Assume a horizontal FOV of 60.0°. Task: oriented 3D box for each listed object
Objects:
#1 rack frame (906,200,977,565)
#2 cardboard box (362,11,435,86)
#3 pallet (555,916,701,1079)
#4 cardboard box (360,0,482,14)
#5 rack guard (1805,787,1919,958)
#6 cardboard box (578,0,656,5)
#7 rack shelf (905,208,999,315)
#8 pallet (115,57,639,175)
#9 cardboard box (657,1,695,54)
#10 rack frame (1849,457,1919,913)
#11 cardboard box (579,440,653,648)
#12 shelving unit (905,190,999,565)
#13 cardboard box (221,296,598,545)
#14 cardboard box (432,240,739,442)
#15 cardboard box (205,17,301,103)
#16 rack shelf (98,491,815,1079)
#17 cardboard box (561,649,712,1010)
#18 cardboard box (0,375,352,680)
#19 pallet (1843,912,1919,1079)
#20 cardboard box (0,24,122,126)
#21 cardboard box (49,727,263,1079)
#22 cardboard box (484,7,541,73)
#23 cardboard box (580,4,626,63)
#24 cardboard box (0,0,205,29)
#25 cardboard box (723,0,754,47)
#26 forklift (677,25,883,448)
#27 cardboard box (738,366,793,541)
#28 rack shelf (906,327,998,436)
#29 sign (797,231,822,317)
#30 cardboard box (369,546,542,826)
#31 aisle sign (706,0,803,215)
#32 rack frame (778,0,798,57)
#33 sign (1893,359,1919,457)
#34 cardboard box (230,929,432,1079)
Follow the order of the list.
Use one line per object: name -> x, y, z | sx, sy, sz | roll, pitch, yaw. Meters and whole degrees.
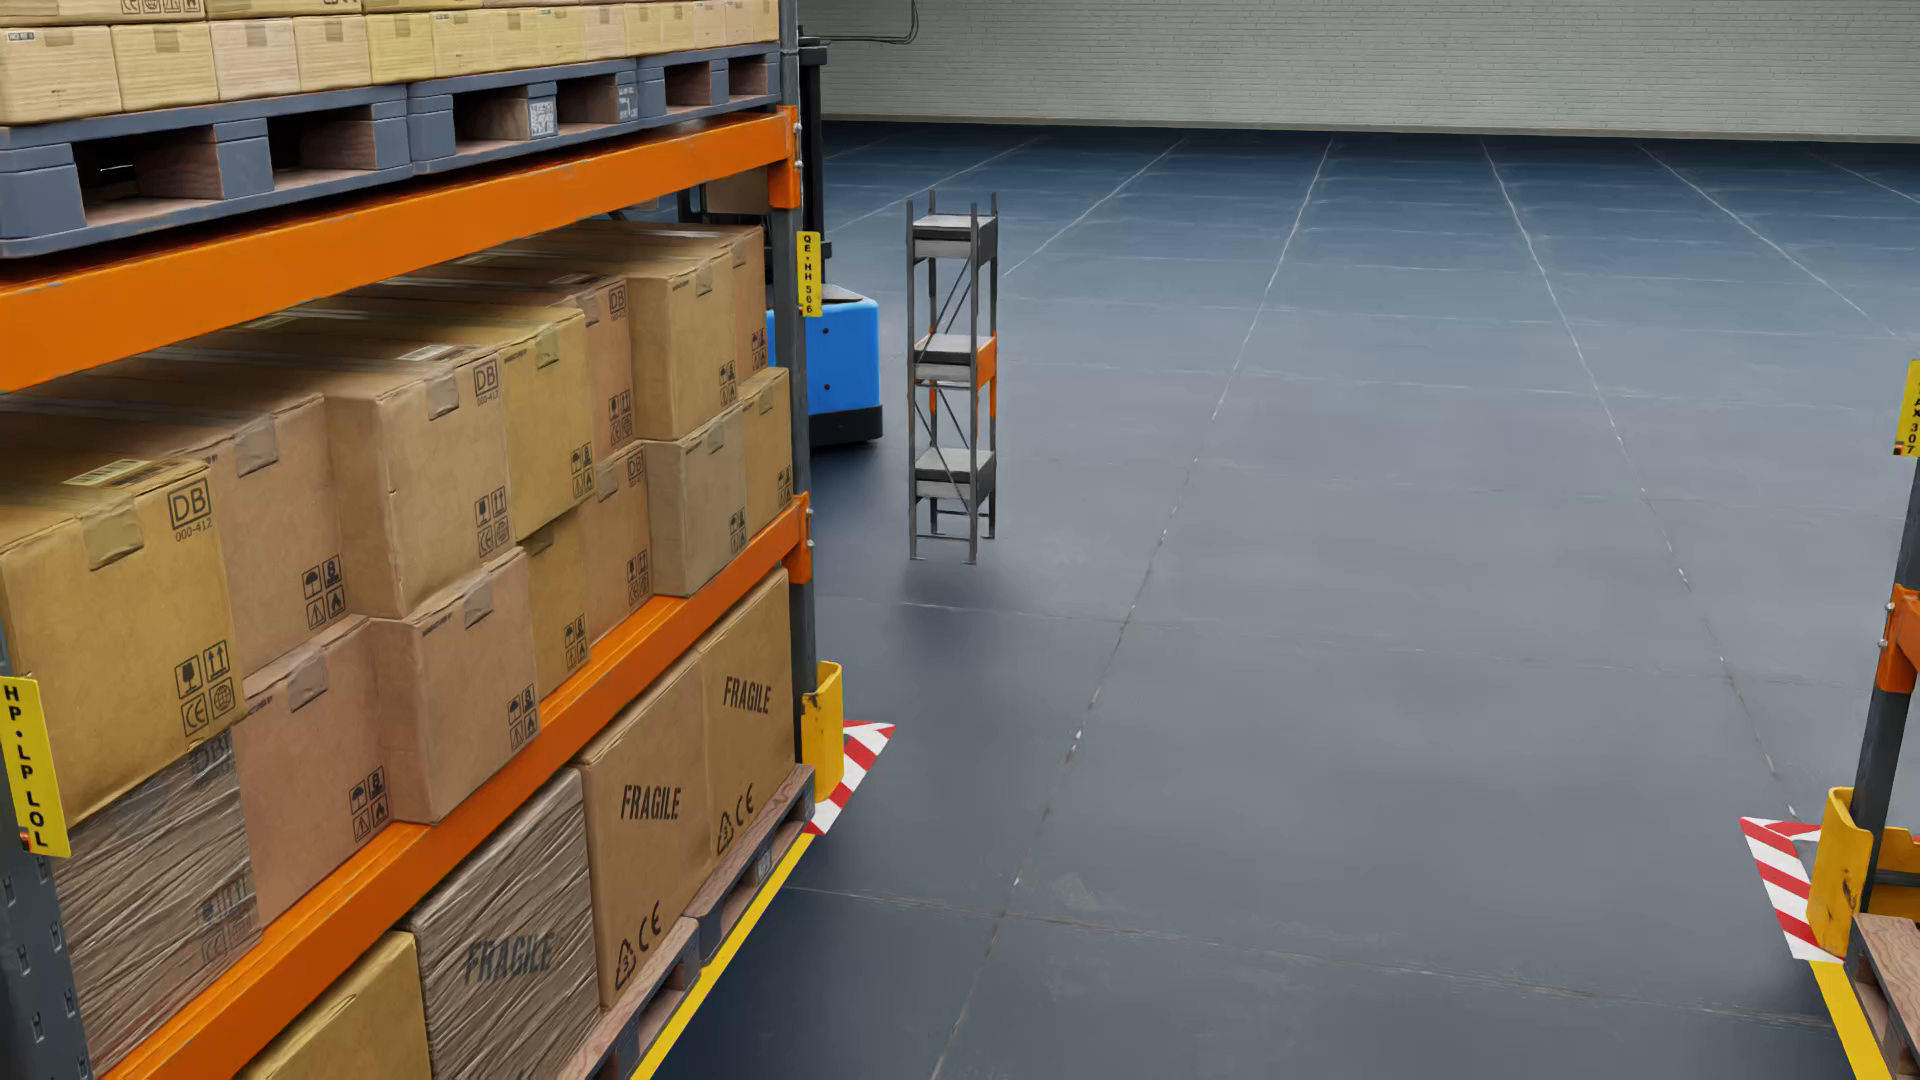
rack frame -> -0.100, -0.865, 9.472 | 0.400, 2.100, 0.015 | 5, 19, 13
cardboard box -> -1.414, -1.103, 3.721 | 0.380, 0.149, 0.250 | 4, 19, 13
pallet -> -1.522, 1.554, 5.313 | 1.003, 0.211, 1.213 | 5, 19, 13
cardboard box -> -1.444, -1.333, 3.777 | 0.500, 0.250, 0.500 | 4, 19, 13
rack guard -> 3.664, 1.226, 5.825 | 1.175, 0.500, 0.348 | 5, 19, 13
cardboard box -> -1.197, -1.650, 4.704 | 0.500, 0.250, 0.500 | 5, 19, 13
rack shelf -> -0.040, -1.591, 9.474 | 0.431, 0.518, 0.480 | 5, 19, 13
pallet -> -1.569, -1.165, 4.453 | 1.003, 0.211, 1.213 | 5, 19, 13
cardboard box -> -1.042, -1.581, 5.119 | 0.380, 0.149, 0.250 | 5, 19, 14
rack frame -> 3.683, 0.019, 5.490 | 1.000, 3.000, 0.127 | 5, 19, 13
cardboard box -> -1.521, -0.015, 5.360 | 0.875, 0.550, 0.550 | 5, 19, 13
shelving unit -> -0.040, -0.942, 9.696 | 0.431, 2.100, 0.503 | 5, 19, 13
cardboard box -> -1.547, -0.352, 4.675 | 0.875, 0.550, 0.500 | 5, 19, 13
cardboard box -> -1.275, -0.693, 5.674 | 0.875, 0.550, 0.550 | 5, 19, 13
cardboard box -> -1.537, -0.944, 3.253 | 0.380, 0.149, 0.250 | 5, 19, 13
rack shelf -> -1.591, 0.563, 5.011 | 1.077, 0.370, 4.000 | 5, 19, 13
cardboard box -> -1.417, 0.896, 5.560 | 0.875, 0.875, 0.875 | 4, 19, 13
cardboard box -> -1.934, -0.027, 3.723 | 0.875, 0.550, 0.550 | 5, 19, 13
pallet -> 3.431, 1.615, 5.134 | 1.003, 0.211, 1.213 | 5, 19, 13
cardboard box -> -1.661, -0.784, 2.786 | 0.380, 0.149, 0.250 | 4, 19, 12
cardboard box -> -2.001, 0.662, 3.376 | 0.875, 0.550, 0.550 | 5, 19, 13
cardboard box -> -1.289, -1.261, 4.182 | 0.380, 0.149, 0.250 | 5, 19, 14
cardboard box -> -1.166, -1.422, 4.652 | 0.380, 0.149, 0.250 | 5, 19, 14
cardboard box -> -1.689, -1.017, 2.851 | 0.500, 0.250, 0.500 | 5, 19, 14
cardboard box -> -0.917, -1.741, 5.587 | 0.380, 0.149, 0.250 | 5, 19, 14
forklift -> -1.703, -2.423, 12.748 | 1.130, 2.935, 3.031 | -10, 21, -26
cardboard box -> -1.149, -0.355, 6.355 | 0.875, 0.550, 0.550 | 5, 19, 13
rack shelf -> -0.040, -0.929, 9.701 | 0.431, 0.518, 0.480 | 5, 19, 13
sign -> -0.579, -1.017, 6.366 | 0.100, 0.325, 0.005 | 5, 19, 13
cardboard box -> -1.642, 0.328, 4.355 | 0.875, 0.550, 0.550 | 5, 19, 13
aisle sign -> -0.794, -1.633, 6.305 | 0.394, 0.787, 0.004 | 5, 19, 13
rack frame -> -1.102, -3.243, 5.760 | 1.000, 3.000, 0.127 | 5, 19, 13
sign -> 3.157, -0.433, 5.476 | 0.100, 0.325, 0.005 | 5, 19, 13
cardboard box -> -1.858, 1.465, 3.896 | 0.875, 0.875, 0.875 | 5, 19, 14
